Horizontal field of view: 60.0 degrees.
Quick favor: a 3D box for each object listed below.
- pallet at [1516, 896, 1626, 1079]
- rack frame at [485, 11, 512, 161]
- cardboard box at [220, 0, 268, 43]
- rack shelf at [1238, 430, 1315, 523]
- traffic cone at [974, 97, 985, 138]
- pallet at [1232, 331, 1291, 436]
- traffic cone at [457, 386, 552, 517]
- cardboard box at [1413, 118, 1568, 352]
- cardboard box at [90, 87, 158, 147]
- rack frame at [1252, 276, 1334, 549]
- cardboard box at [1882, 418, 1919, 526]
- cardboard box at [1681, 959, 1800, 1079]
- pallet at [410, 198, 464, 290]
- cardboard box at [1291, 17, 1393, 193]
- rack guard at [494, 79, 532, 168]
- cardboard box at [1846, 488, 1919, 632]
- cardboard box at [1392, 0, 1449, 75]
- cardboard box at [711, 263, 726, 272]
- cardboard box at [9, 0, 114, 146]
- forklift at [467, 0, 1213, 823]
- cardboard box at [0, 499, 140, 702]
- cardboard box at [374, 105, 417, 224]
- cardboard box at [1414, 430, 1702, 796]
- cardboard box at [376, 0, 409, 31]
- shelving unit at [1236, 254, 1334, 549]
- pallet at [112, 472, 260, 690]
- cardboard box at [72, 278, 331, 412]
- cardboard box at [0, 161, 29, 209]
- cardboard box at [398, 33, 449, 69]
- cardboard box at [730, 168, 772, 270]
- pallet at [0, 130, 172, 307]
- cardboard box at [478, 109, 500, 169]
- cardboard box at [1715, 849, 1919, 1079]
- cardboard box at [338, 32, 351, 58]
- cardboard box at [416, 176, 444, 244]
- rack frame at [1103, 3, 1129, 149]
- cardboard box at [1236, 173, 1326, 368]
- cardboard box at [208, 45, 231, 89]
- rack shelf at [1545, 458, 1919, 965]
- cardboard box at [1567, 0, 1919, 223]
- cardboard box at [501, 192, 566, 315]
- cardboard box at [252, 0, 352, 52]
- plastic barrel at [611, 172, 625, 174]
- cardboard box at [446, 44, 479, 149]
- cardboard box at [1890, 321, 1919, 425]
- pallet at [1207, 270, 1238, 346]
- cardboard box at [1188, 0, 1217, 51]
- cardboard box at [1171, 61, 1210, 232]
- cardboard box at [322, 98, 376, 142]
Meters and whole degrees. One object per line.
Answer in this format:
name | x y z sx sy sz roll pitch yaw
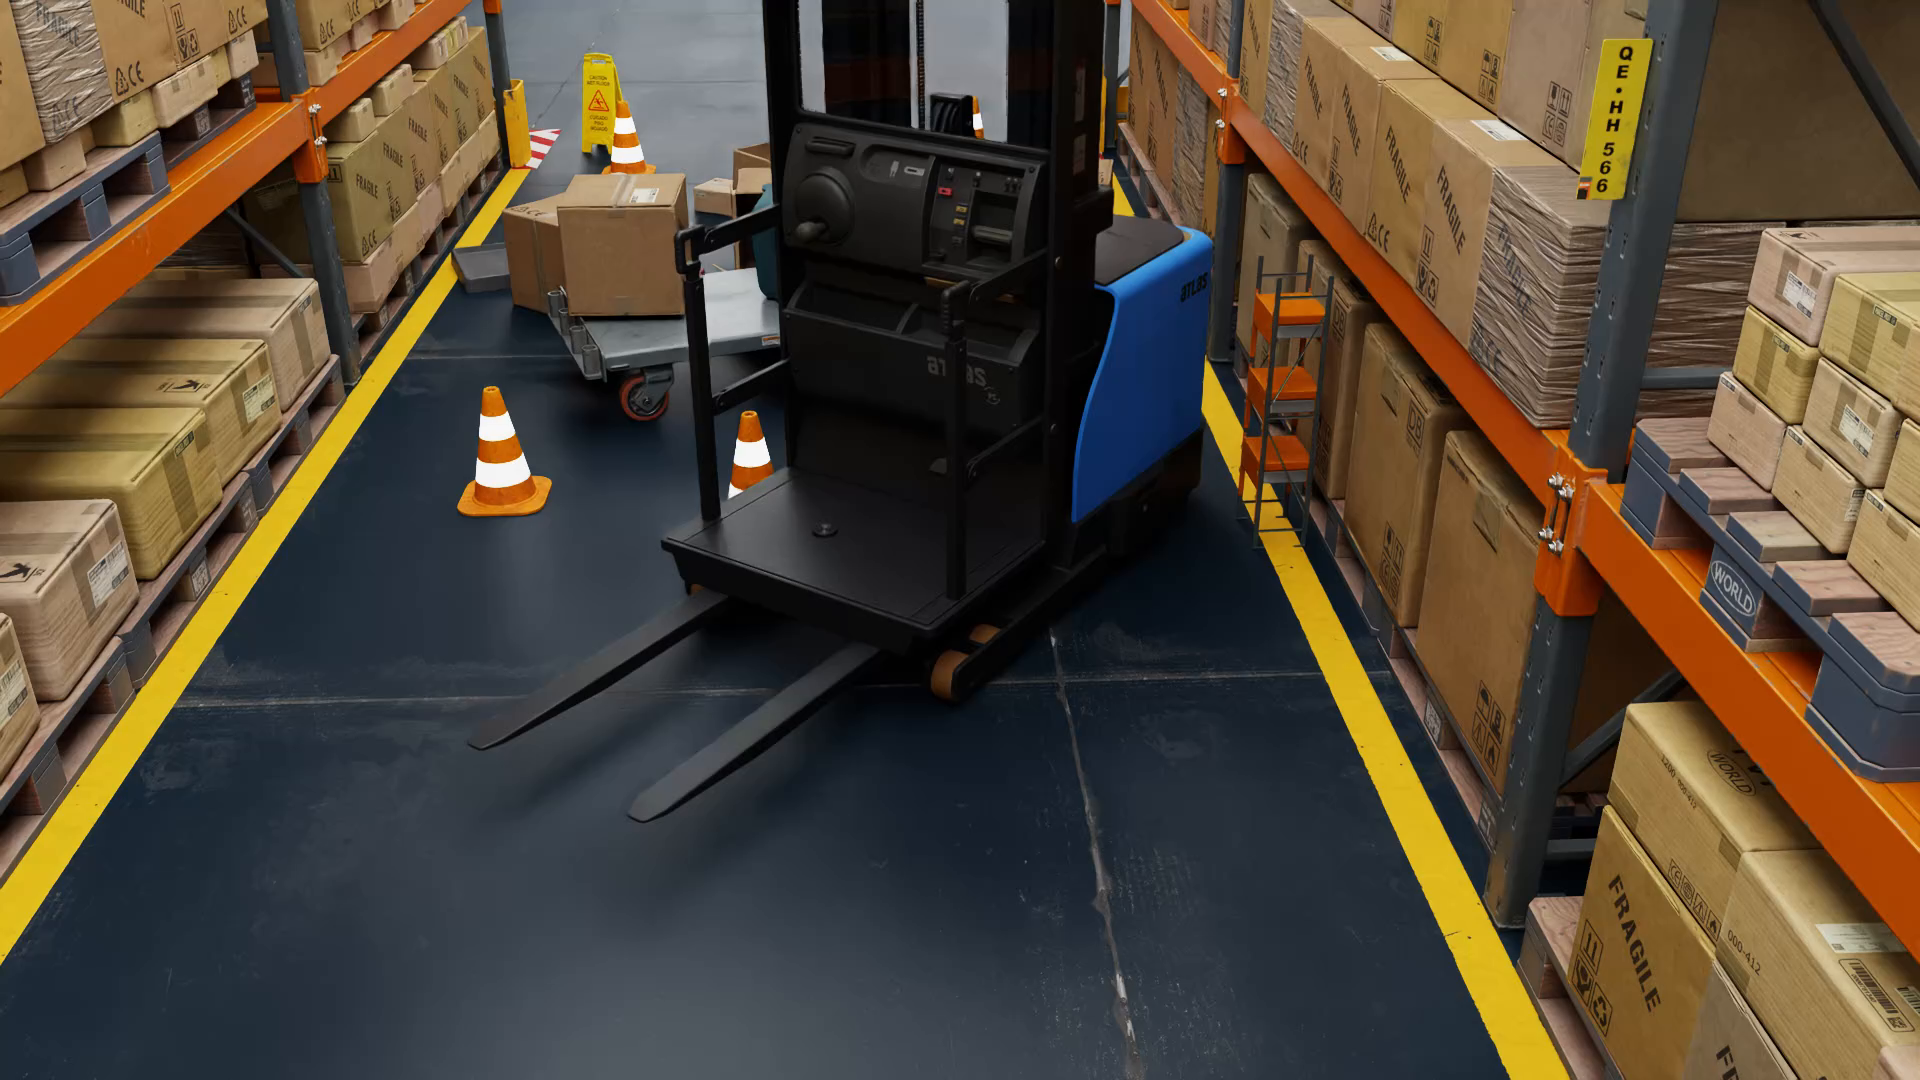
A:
pallet | 1.927 1.241 3.642 1.003 0.211 1.213 -1 28 -3
rack frame | -3.468 -3.885 10.454 1.000 3.000 0.127 -1 28 -3
cardboard box | -3.006 -2.192 6.325 0.500 0.500 0.500 -2 28 -4
rack shelf | 1.175 -0.238 6.194 0.215 0.259 0.240 -3 28 -5
traffic cone | 0.080 -2.646 10.824 0.336 0.463 0.334 -1 28 -3
pallet | 1.795 -0.613 7.196 1.003 0.211 1.213 -1 28 -3
traffic cone | -1.796 -0.374 6.466 0.336 0.463 0.334 -1 28 -3
cardboard box | 1.572 -0.832 4.494 0.500 0.500 0.500 -1 28 -3
cardboard box | -2.918 -1.410 5.527 0.380 0.149 0.250 -1 28 -3
rack frame | 1.187 -0.437 5.953 0.200 1.050 0.008 -3 28 -5
cardboard box | 1.746 -0.087 2.668 0.380 0.149 0.250 -2 28 -4
cardboard box | 1.700 1.131 3.087 0.500 0.500 0.500 -1 28 -2
pallet | -3.396 -1.675 9.233 1.003 0.211 1.213 -1 28 -3
cardboard box | 1.488 -1.534 5.840 0.500 0.500 0.500 -2 28 -3
rack guard | -3.464 -2.741 10.965 1.175 0.500 0.348 -1 28 -3
cardboard box | 1.738 0.029 2.768 0.380 0.149 0.250 0 28 0
cardboard box | 1.791 -1.758 5.187 0.700 0.500 0.500 -2 28 -3
cardboard box | -1.158 -1.253 8.365 0.258 0.266 0.396 -23 35 -37
cardboard box | -2.930 -1.483 4.965 0.500 0.500 0.500 -2 28 -5
forklift | -0.282 -1.033 5.062 1.130 2.935 3.031 17 32 29
cardboard box | -3.116 0.187 5.035 0.950 0.372 0.625 -2 28 -4
cardboard box | -3.060 -1.863 8.286 0.500 0.500 0.500 0 28 -1
cardboard box | 1.946 0.172 4.656 1.050 0.750 0.750 -2 28 -3
cardboard box | -3.013 -2.670 8.398 0.380 0.149 0.250 -1 28 -2
shelving unit | 1.175 -0.494 6.061 0.215 1.050 0.252 -3 28 -5
pallet | -3.150 0.123 5.785 1.003 0.211 1.213 -1 28 -3
cardboard box | -3.229 -0.816 6.959 0.950 0.372 0.625 -1 28 -2
cardboard box | -2.969 -1.045 4.827 0.380 0.149 0.250 0 28 -1
cardboard box | -3.057 -2.702 9.194 0.380 0.149 0.250 0 28 0
cardboard box | -0.791 -1.656 8.735 0.797 0.637 0.503 -1 28 -3
pallet | -3.194 -1.018 5.166 1.003 0.211 1.213 -1 28 -3
cardboard box | -3.156 -2.474 10.269 0.500 0.250 0.500 -2 28 -3
cardboard box | 1.709 0.792 2.926 0.500 0.250 0.500 -2 28 -3
cardboard box | -3.064 -2.317 7.720 0.380 0.149 0.250 -2 28 -3
cardboard box | -3.090 -1.775 8.928 0.500 0.250 0.500 -2 28 -3
rack frame | 1.470 -4.051 10.773 1.000 3.000 0.127 -1 28 -3
cardboard box | 1.801 -1.108 7.109 1.050 0.750 0.750 -2 28 -3
cardboard box | -2.960 -1.759 6.196 0.380 0.149 0.250 -2 28 -4
rack shelf | 1.992 0.886 2.085 1.077 0.370 4.000 -1 28 -3
cardboard box | 1.874 -1.051 3.833 0.700 0.500 0.500 -2 28 -3
cardboard box | -1.956 -1.458 8.502 0.500 0.500 0.500 19 33 32
cardboard box | -3.004 -2.423 7.223 0.500 0.500 0.500 -1 28 -3
plastic barrel | -1.848 -1.825 9.291 0.512 0.421 0.421 19 33 32
cardboard box | -3.135 -2.579 9.660 0.500 0.500 0.500 0 28 -1
cardboard box | 1.744 -0.239 2.639 0.380 0.149 0.250 -2 28 -3
pallet | 1.717 -1.320 8.553 1.003 0.211 1.213 -1 28 -3
cardboard box | 1.596 -2.694 8.009 0.875 0.550 0.550 -1 28 -3
cardboard box | 1.665 -2.156 8.984 0.875 0.875 0.875 -1 28 -2
cardboard box | -2.967 -1.963 7.776 0.380 0.149 0.250 -1 28 -2
